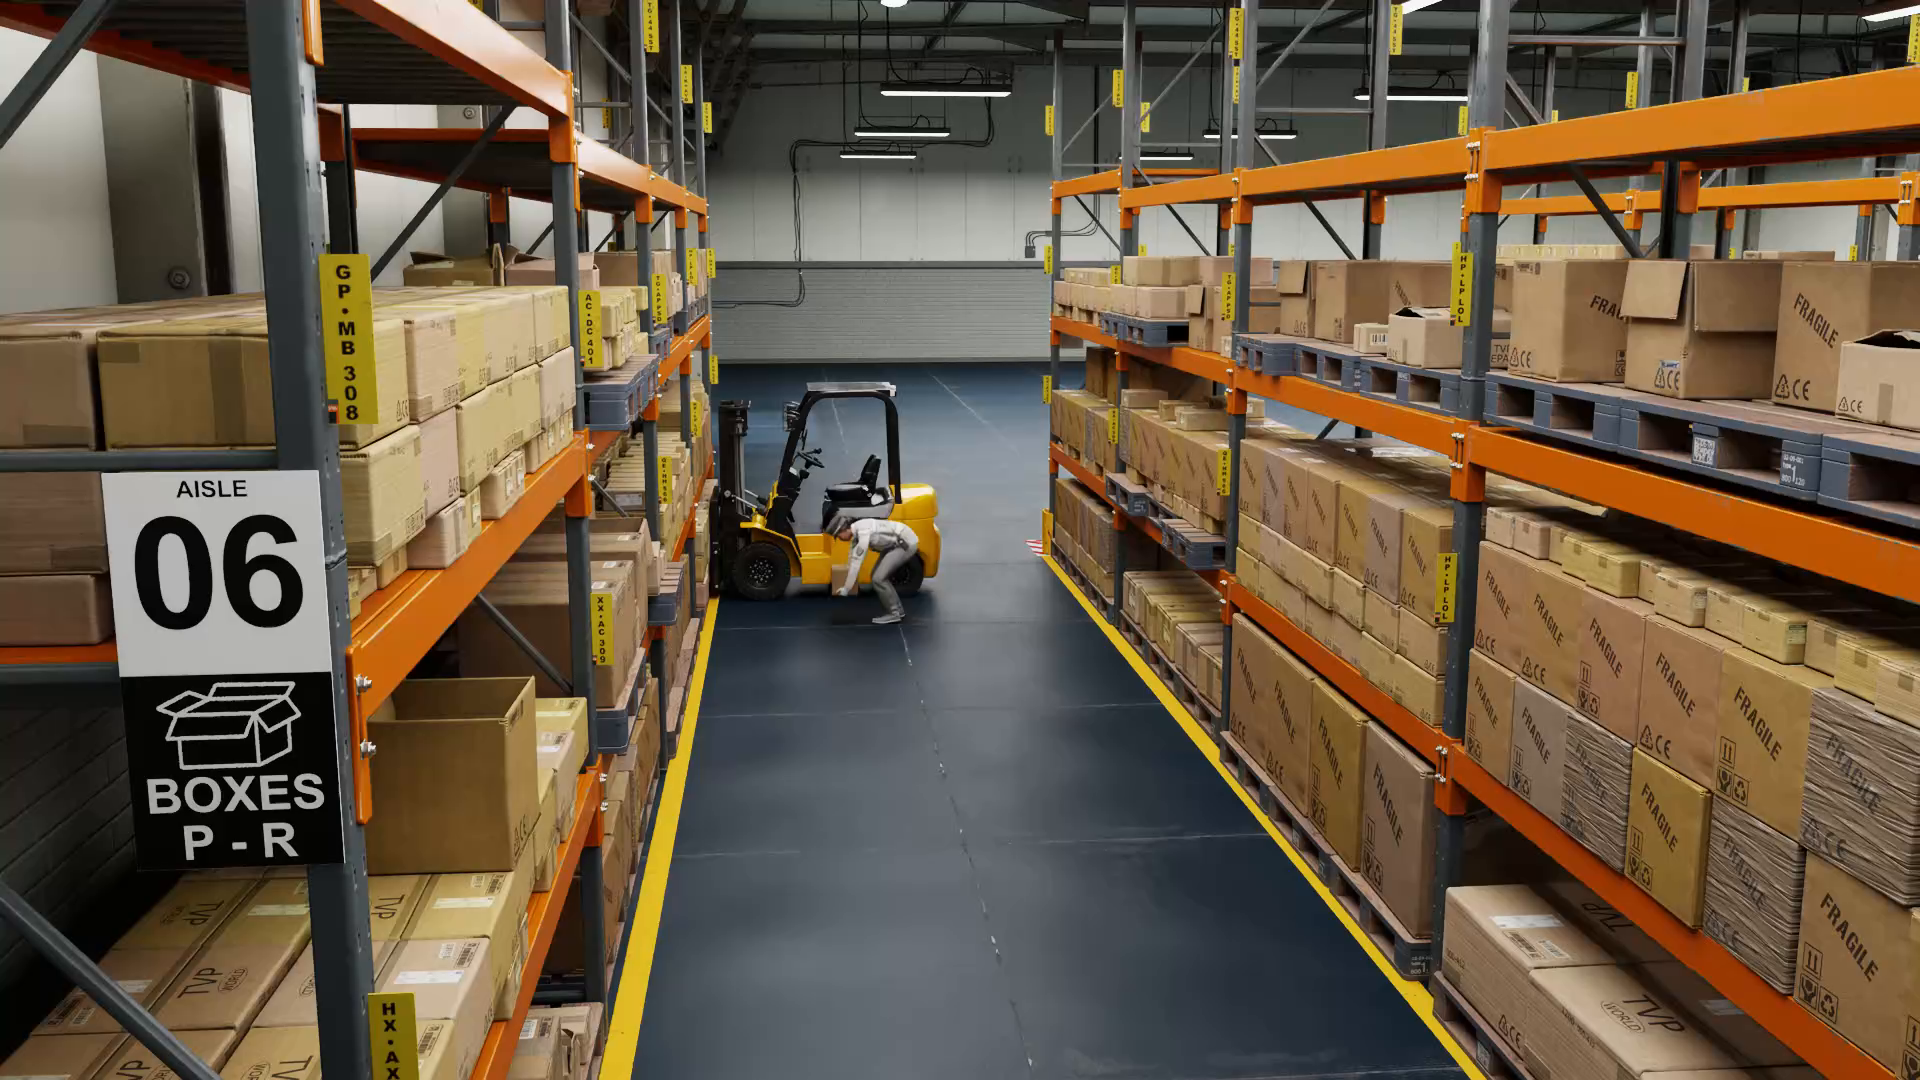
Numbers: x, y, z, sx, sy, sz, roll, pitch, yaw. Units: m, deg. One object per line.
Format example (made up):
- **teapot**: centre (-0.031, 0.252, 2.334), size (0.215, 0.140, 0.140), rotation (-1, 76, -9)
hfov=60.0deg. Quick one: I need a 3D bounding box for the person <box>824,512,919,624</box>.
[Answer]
- **person**: centre (-0.854, 0.261, 16.097), size (0.919, 1.087, 0.443), rotation (-2, 10, -9)
